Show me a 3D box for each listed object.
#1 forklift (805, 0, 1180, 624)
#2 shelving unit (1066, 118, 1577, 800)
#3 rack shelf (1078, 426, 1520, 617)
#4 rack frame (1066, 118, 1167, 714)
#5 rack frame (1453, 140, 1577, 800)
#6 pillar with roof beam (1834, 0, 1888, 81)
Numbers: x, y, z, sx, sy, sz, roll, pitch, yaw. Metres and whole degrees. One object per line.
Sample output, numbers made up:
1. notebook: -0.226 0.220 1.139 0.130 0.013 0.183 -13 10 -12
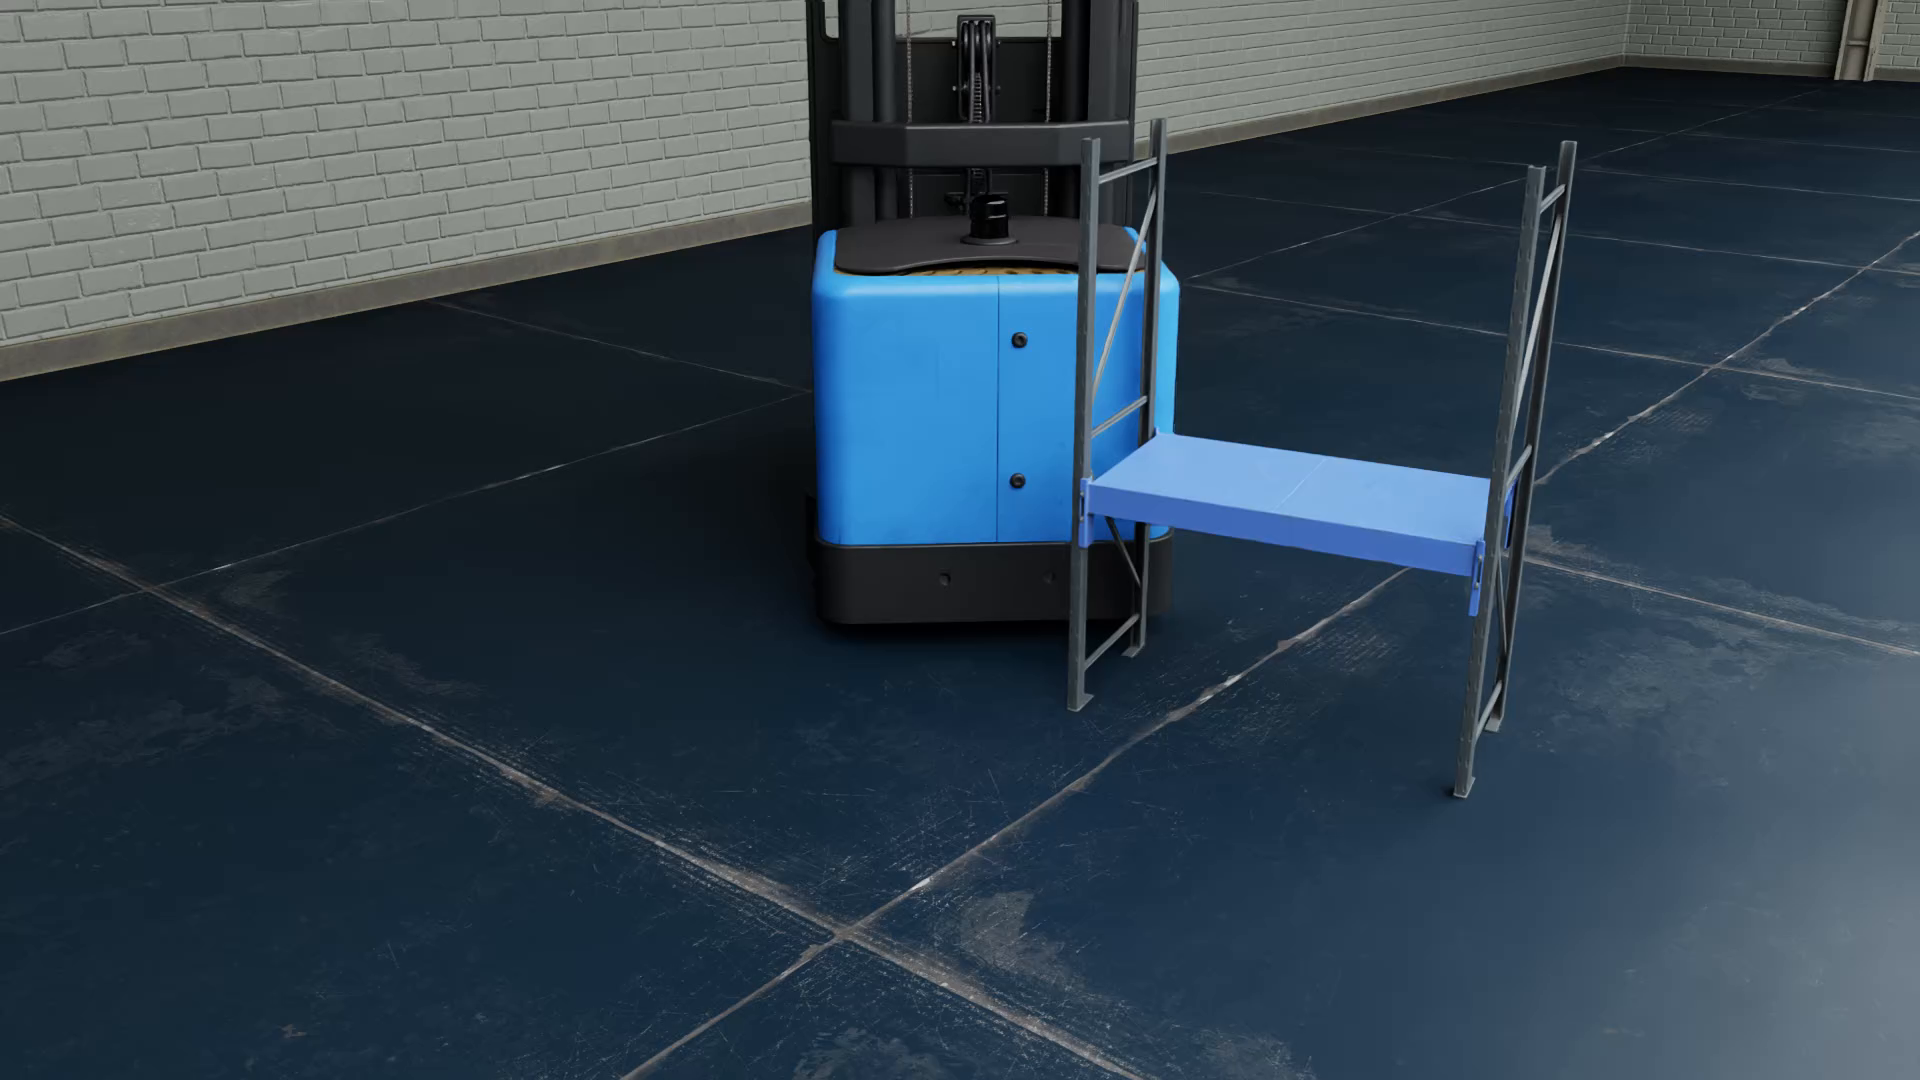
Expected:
1. forklift: 0.026 -1.600 5.758 1.130 2.935 3.031 -1 21 -3
2. shelving unit: 0.866 -0.237 4.172 1.048 1.500 0.538 10 23 25
3. rack shelf: 0.866 -0.069 4.236 1.000 0.185 0.538 10 23 25
4. rack frame: 0.413 -0.319 4.389 0.032 1.500 0.500 10 23 25
5. rack frame: 1.318 -0.156 3.956 0.032 1.500 0.500 10 23 25
6. pillar with roof beam: 8.739 -8.941 16.626 0.400 9.000 9.100 16 26 36
